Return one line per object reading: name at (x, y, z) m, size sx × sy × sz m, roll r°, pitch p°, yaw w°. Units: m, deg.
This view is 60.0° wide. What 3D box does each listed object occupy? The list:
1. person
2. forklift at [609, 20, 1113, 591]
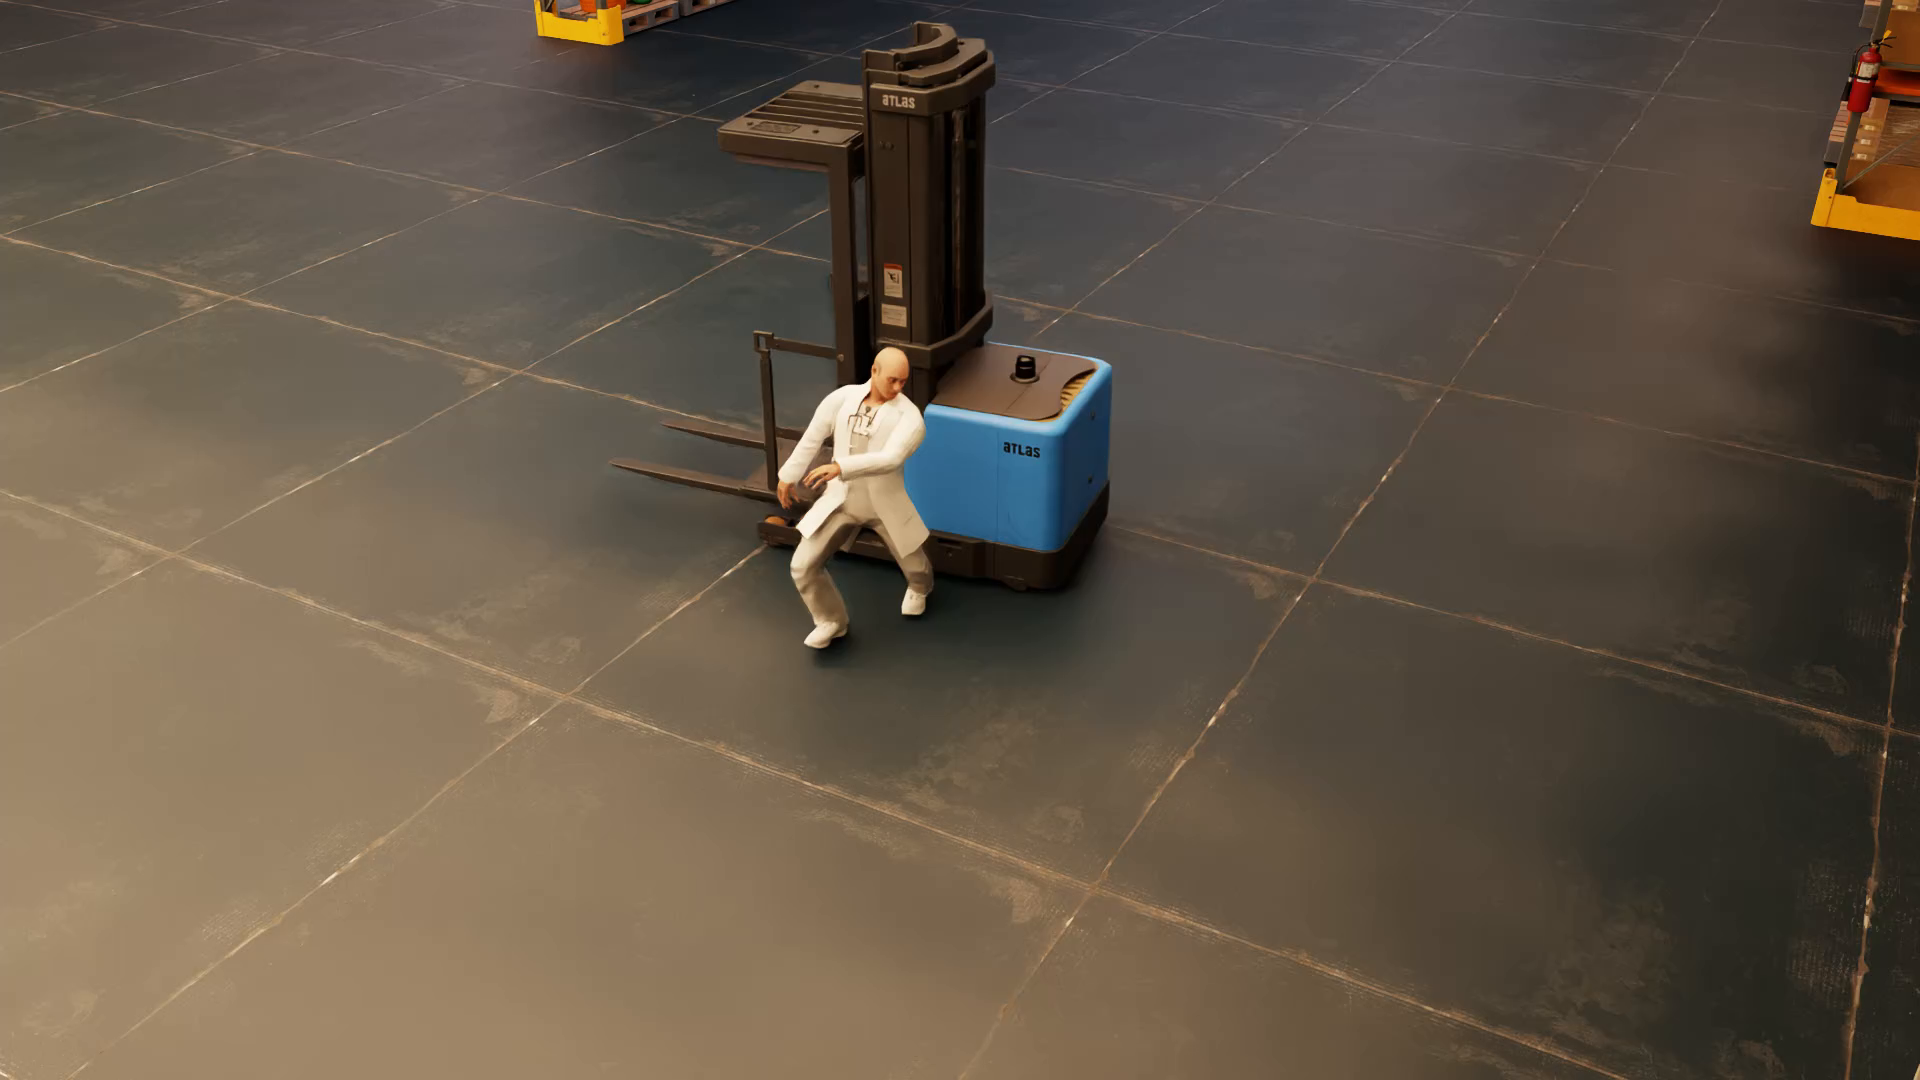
person at (-0.567, -0.219, 8.744) m, size 0.822 × 1.631 × 0.911 m, roll 5°, pitch 30°, yaw 9°
forklift at (-0.667, -1.437, 9.560) m, size 3.031 × 2.935 × 1.130 m, roll 11°, pitch 32°, yaw 19°
